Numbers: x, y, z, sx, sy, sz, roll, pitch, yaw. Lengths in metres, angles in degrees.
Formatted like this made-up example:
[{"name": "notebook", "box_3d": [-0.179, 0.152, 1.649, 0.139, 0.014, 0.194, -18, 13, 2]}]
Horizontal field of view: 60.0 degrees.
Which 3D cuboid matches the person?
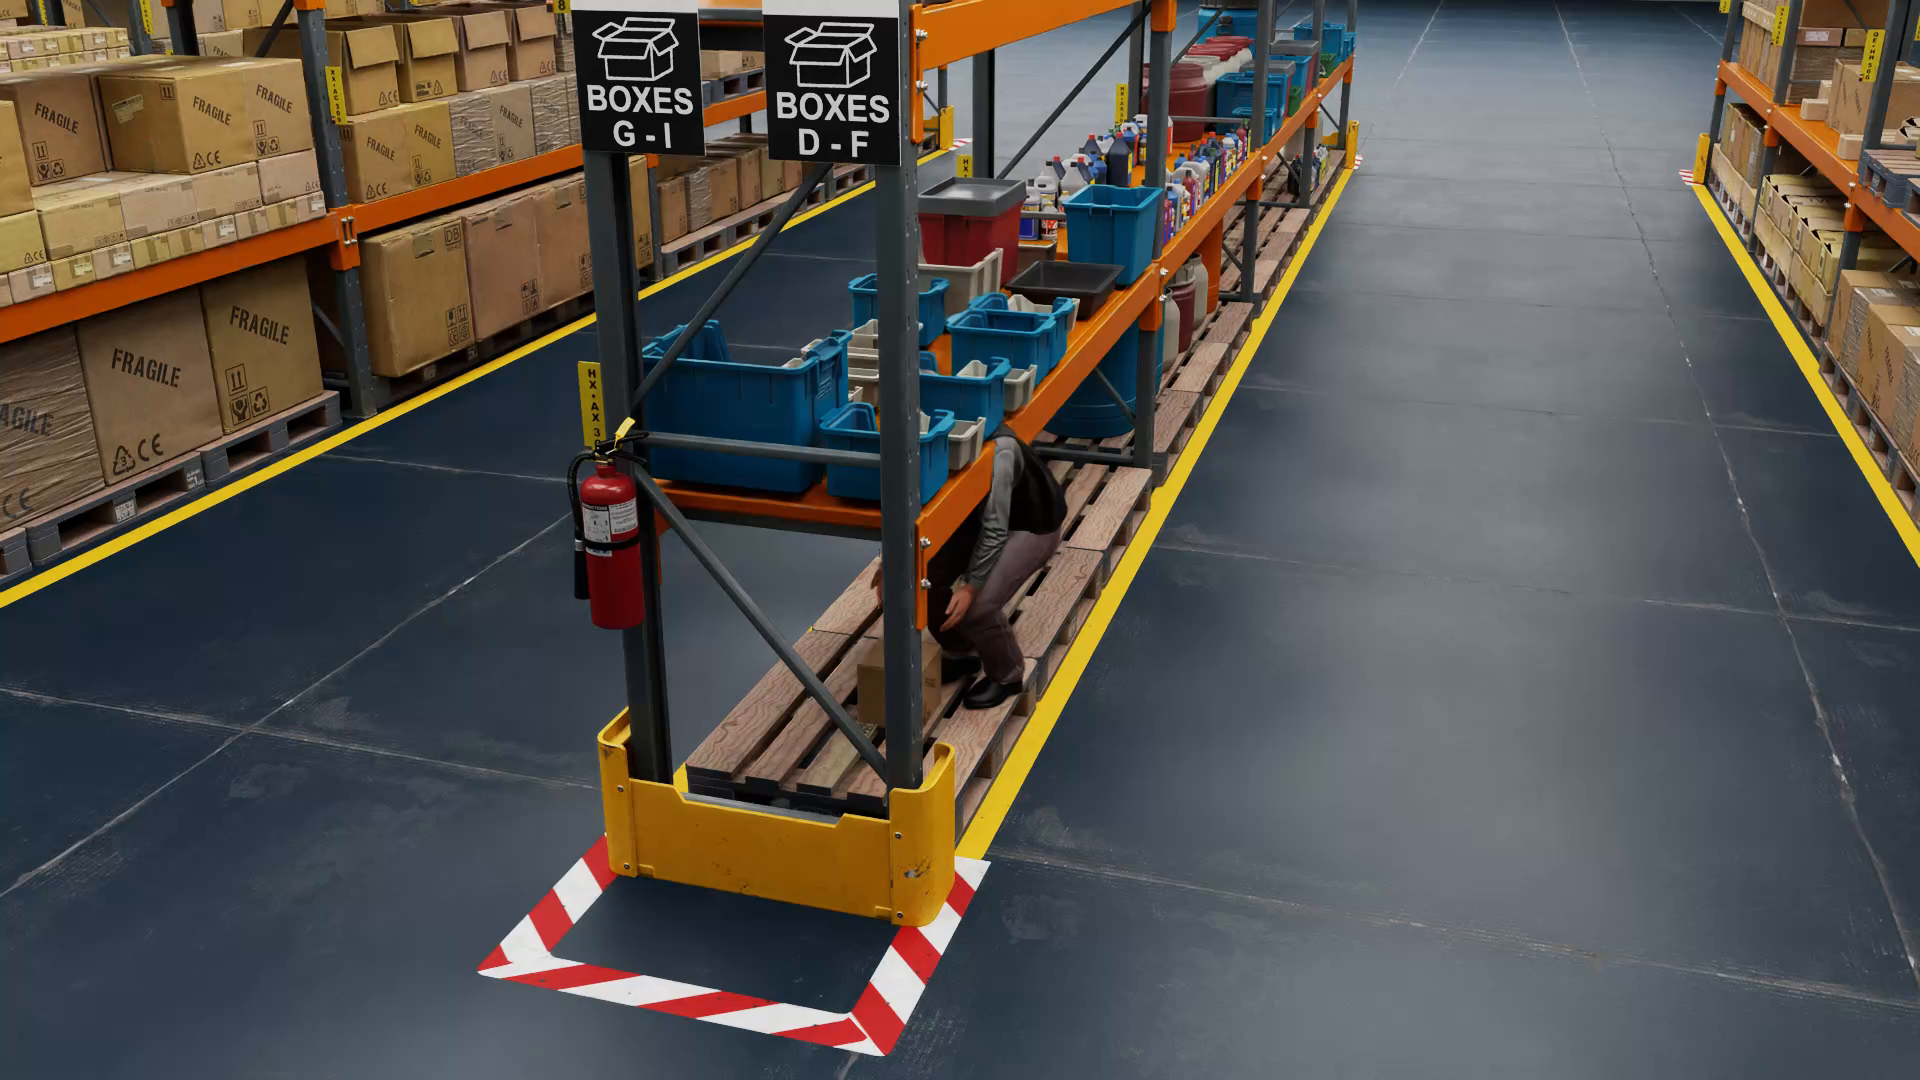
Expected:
[{"name": "person", "box_3d": [0.058, 0.006, 6.244, 0.783, 1.255, 0.584, -18, 28, -37]}]
